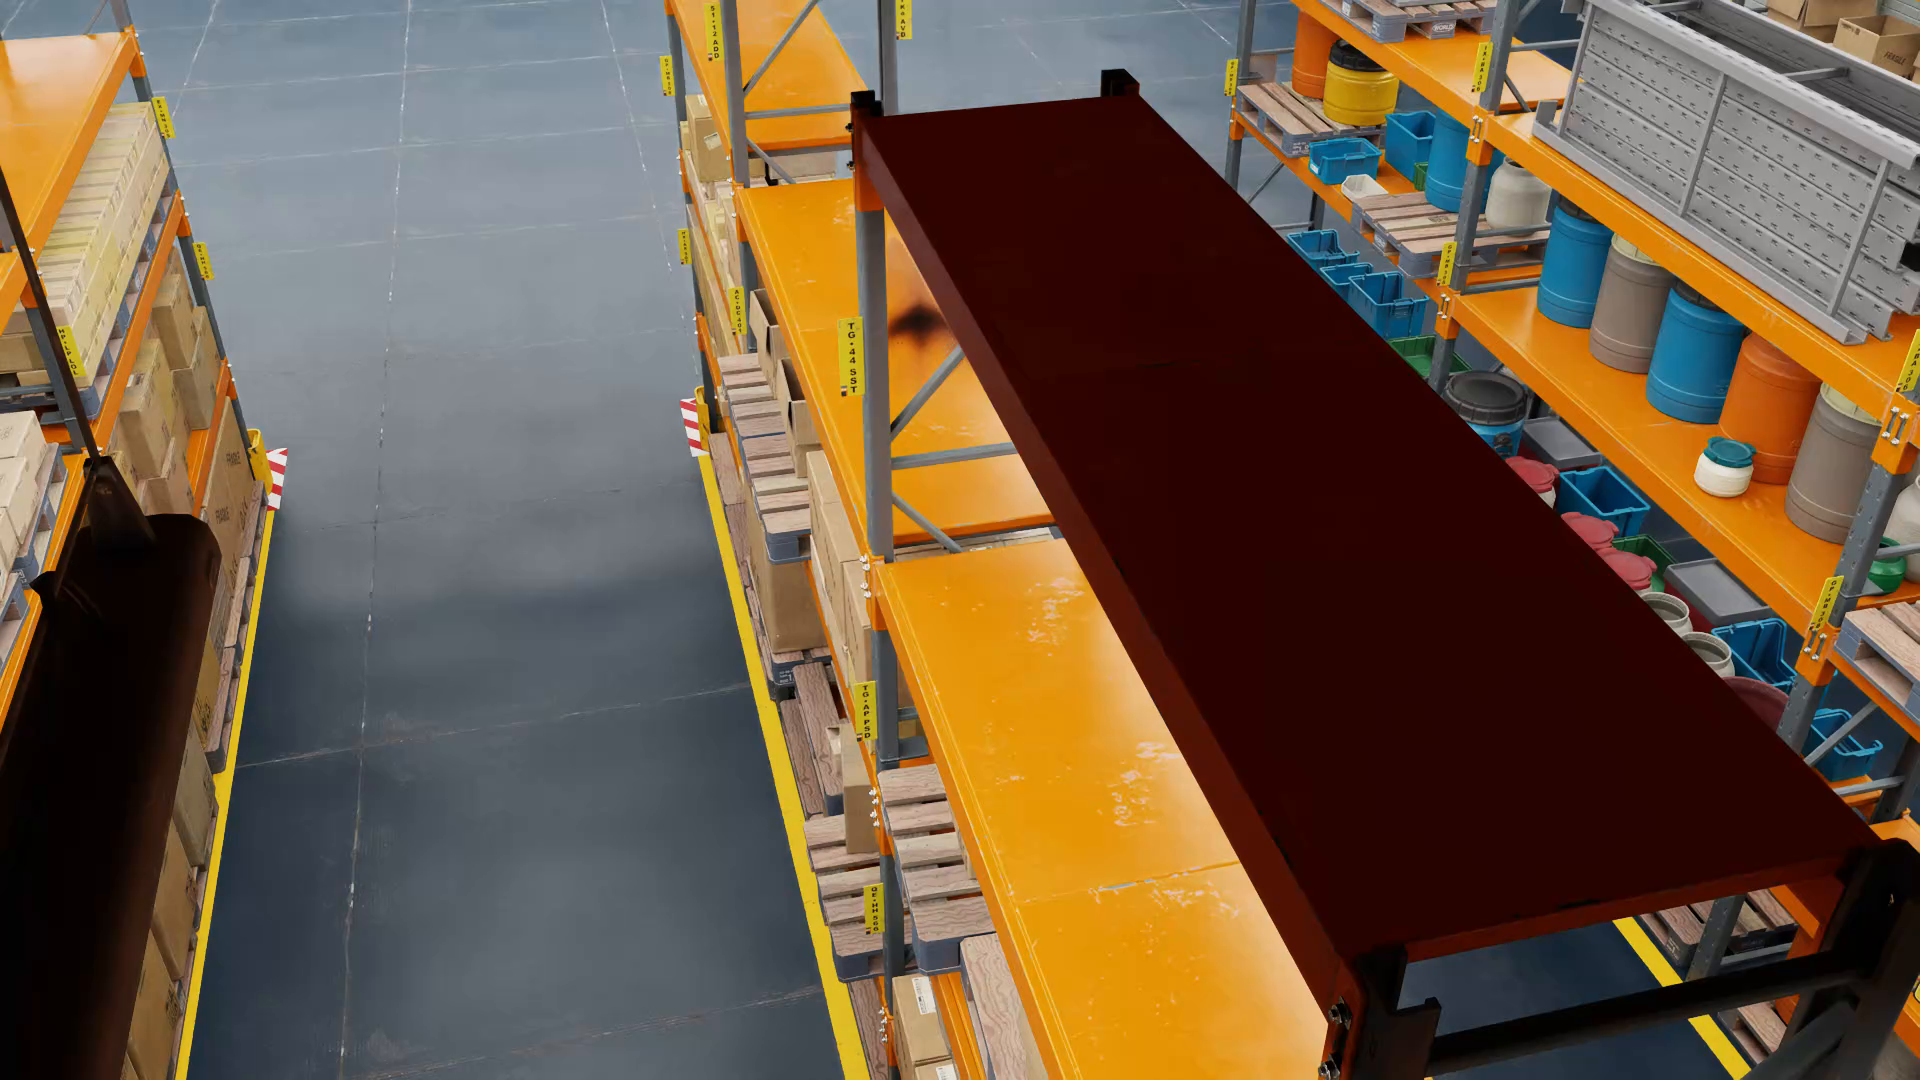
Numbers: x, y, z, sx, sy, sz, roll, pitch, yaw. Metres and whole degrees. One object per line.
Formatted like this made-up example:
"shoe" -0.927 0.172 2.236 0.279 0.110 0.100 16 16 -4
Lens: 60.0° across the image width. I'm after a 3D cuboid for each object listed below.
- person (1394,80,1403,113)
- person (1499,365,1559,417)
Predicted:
"person" 5.461 -5.745 21.068 0.595 1.626 0.571 6 35 9
"person" 5.198 -1.613 14.952 0.714 1.750 0.922 -11 36 -16
